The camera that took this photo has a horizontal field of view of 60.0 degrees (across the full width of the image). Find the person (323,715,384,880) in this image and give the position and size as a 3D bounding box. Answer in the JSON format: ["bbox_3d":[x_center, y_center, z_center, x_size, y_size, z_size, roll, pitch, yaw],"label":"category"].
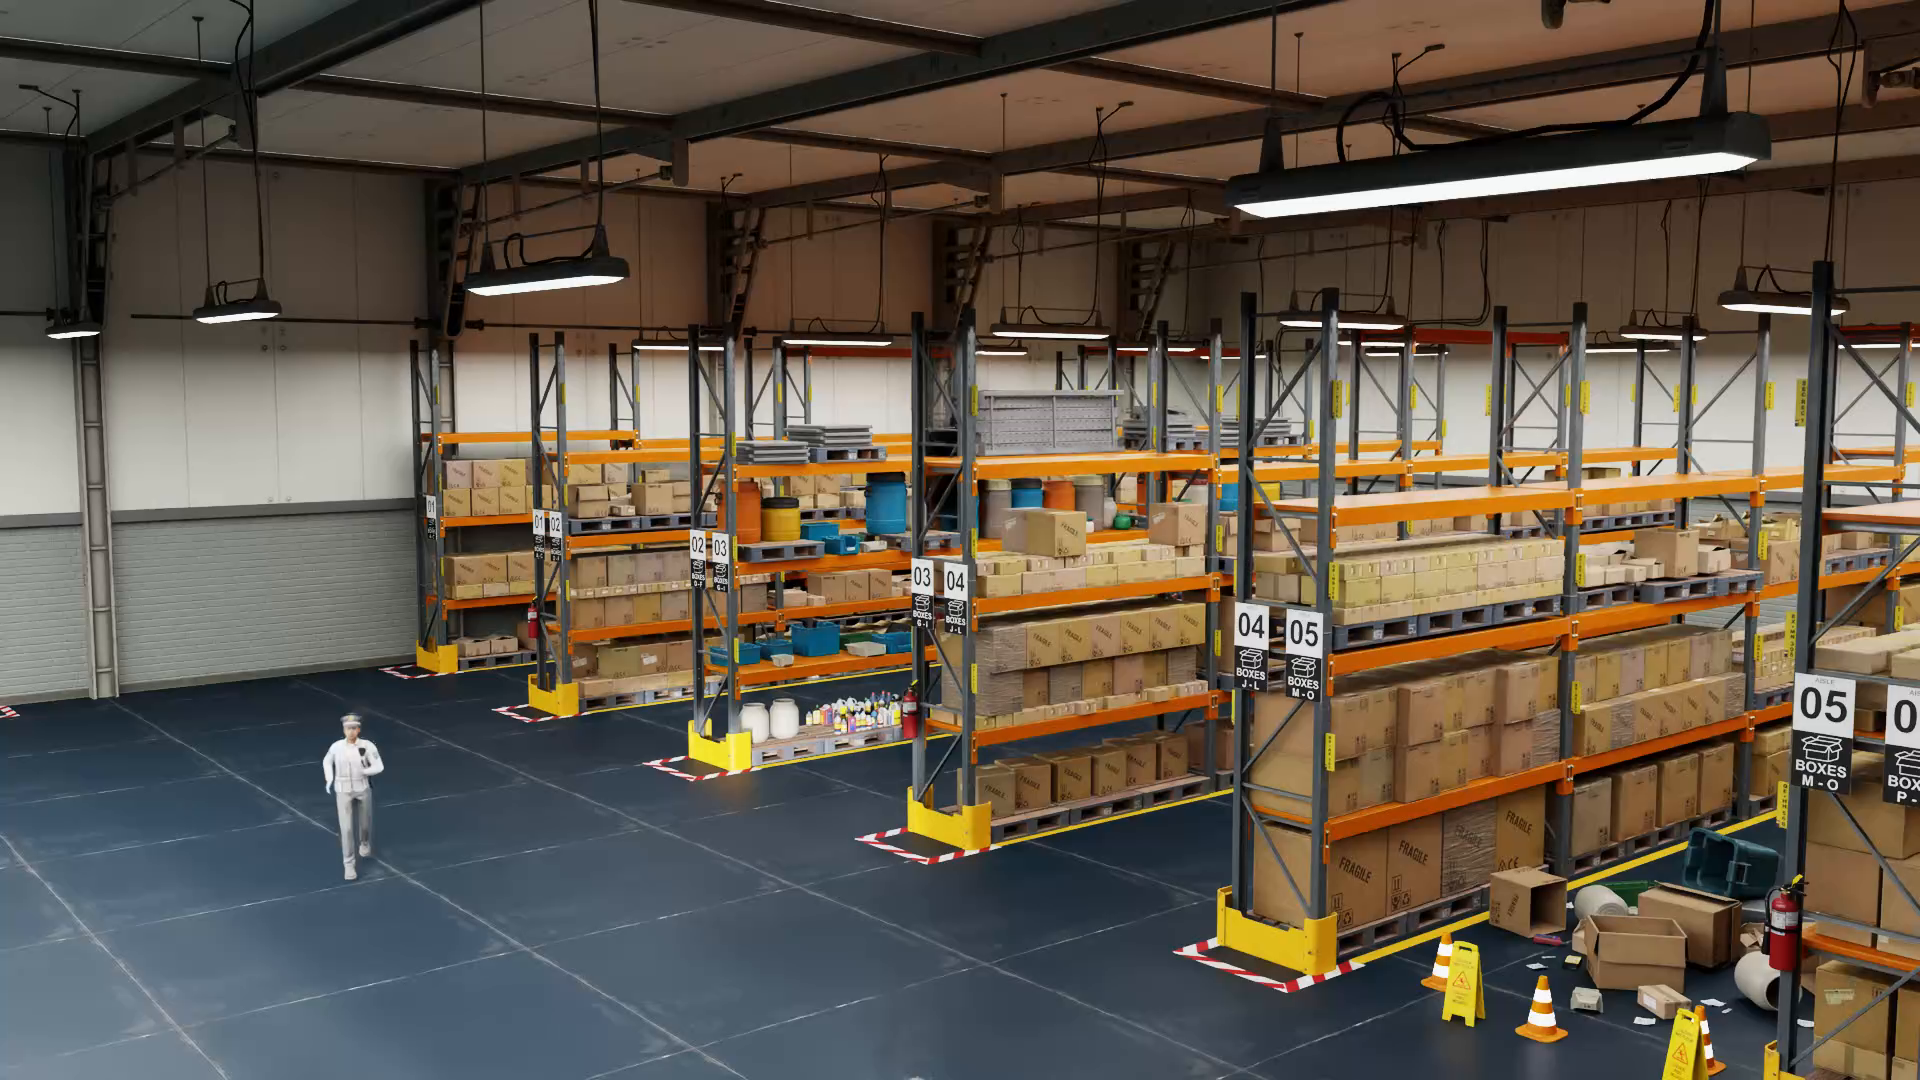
[{"bbox_3d":[-6.442,2.673,17.668,0.617,1.675,0.933,-2,6,-18],"label":"person"}]
